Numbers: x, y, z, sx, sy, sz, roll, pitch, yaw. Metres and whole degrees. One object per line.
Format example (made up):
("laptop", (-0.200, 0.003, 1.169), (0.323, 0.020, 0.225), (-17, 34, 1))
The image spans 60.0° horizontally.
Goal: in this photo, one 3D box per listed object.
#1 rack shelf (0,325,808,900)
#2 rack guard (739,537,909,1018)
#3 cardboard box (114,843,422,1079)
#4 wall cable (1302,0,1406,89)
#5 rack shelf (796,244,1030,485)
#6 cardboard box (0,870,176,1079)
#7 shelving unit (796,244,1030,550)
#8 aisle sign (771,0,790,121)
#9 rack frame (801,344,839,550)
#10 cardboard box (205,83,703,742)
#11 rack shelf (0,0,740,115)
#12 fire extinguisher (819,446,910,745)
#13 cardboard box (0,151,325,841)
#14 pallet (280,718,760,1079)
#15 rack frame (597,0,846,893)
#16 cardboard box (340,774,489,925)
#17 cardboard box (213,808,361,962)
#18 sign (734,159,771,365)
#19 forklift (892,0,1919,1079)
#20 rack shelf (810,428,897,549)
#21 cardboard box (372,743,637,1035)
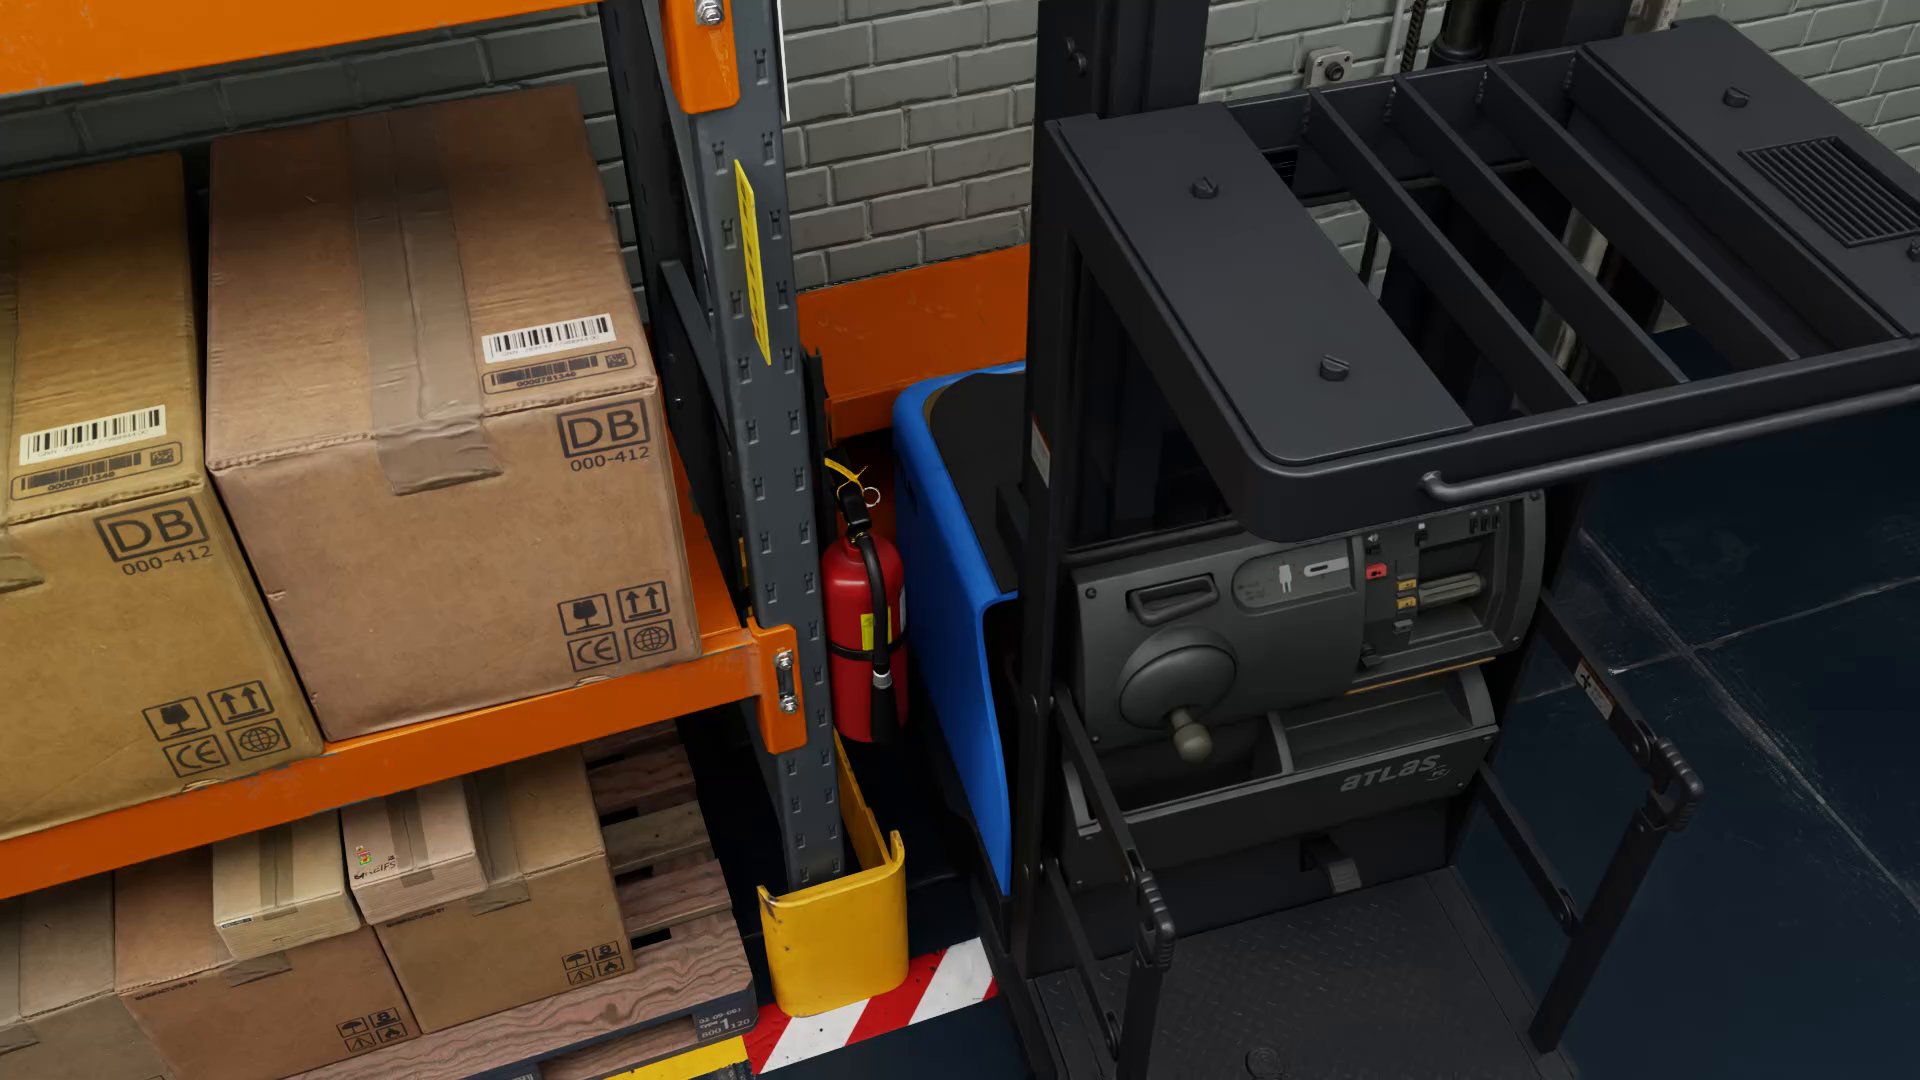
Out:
("rack shelf", (-2.373, 0.437, 3.204), (4.000, 0.370, 1.077), (-14, 47, -14))
("rack guard", (-0.469, 0.579, 4.320), (0.348, 0.500, 1.175), (-14, 47, -14))
("cardboard box", (-1.587, 0.792, 3.811), (0.500, 0.500, 0.700), (-14, 47, -14))
("wall cable", (0.392, -1.594, 4.004), (1.851, 1.984, 0.084), (-14, 47, -14))
("rack shelf", (0.042, -0.530, 4.554), (1.000, 0.278, 0.538), (-15, 44, -14))
("cardboard box", (-2.060, 0.913, 3.690), (0.500, 0.500, 0.700), (-16, 47, -15))
("shelving unit", (0.048, -0.314, 4.750), (1.048, 1.125, 0.538), (-15, 44, -14))
("aisle sign", (-0.322, -1.033, 2.326), (0.004, 0.787, 0.394), (-14, 47, -14))
("rack frame", (-0.429, -0.188, 4.625), (0.032, 1.125, 0.500), (-15, 44, -14))
("cardboard box", (-0.968, -0.274, 3.194), (0.700, 0.700, 0.980), (-12, 46, -12))
("rack shelf", (-2.373, -0.622, 2.142), (4.000, 0.370, 1.077), (-14, 47, -14))
("fire extinguisher", (-0.193, 0.132, 3.318), (0.183, 0.674, 0.296), (-14, 47, -14))
("cardboard box", (-1.648, -0.092, 3.012), (0.700, 0.700, 0.980), (-15, 47, -14))
("pallet", (-1.217, 0.931, 4.173), (1.213, 0.211, 1.003), (-14, 47, -14))
("rack frame", (-0.492, -0.298, 3.429), (0.127, 3.000, 1.000), (-14, 47, -14))
("cardboard box", (-1.175, 0.595, 3.550), (0.250, 0.149, 0.380), (-15, 47, -14))
("cardboard box", (-1.415, 0.657, 3.488), (0.250, 0.149, 0.380), (-13, 47, -13))
("sign", (-0.320, -0.425, 2.571), (0.005, 0.325, 0.100), (-14, 47, -14))
("forklift", (0.723, 0.240, 2.942), (1.130, 2.935, 3.031), (-12, 46, -12))
("rack shelf", (0.053, -0.133, 4.914), (1.000, 0.278, 0.538), (-15, 44, -14))
("cardboard box", (-1.116, 0.671, 3.931), (0.500, 0.500, 0.700), (-14, 47, -14))
